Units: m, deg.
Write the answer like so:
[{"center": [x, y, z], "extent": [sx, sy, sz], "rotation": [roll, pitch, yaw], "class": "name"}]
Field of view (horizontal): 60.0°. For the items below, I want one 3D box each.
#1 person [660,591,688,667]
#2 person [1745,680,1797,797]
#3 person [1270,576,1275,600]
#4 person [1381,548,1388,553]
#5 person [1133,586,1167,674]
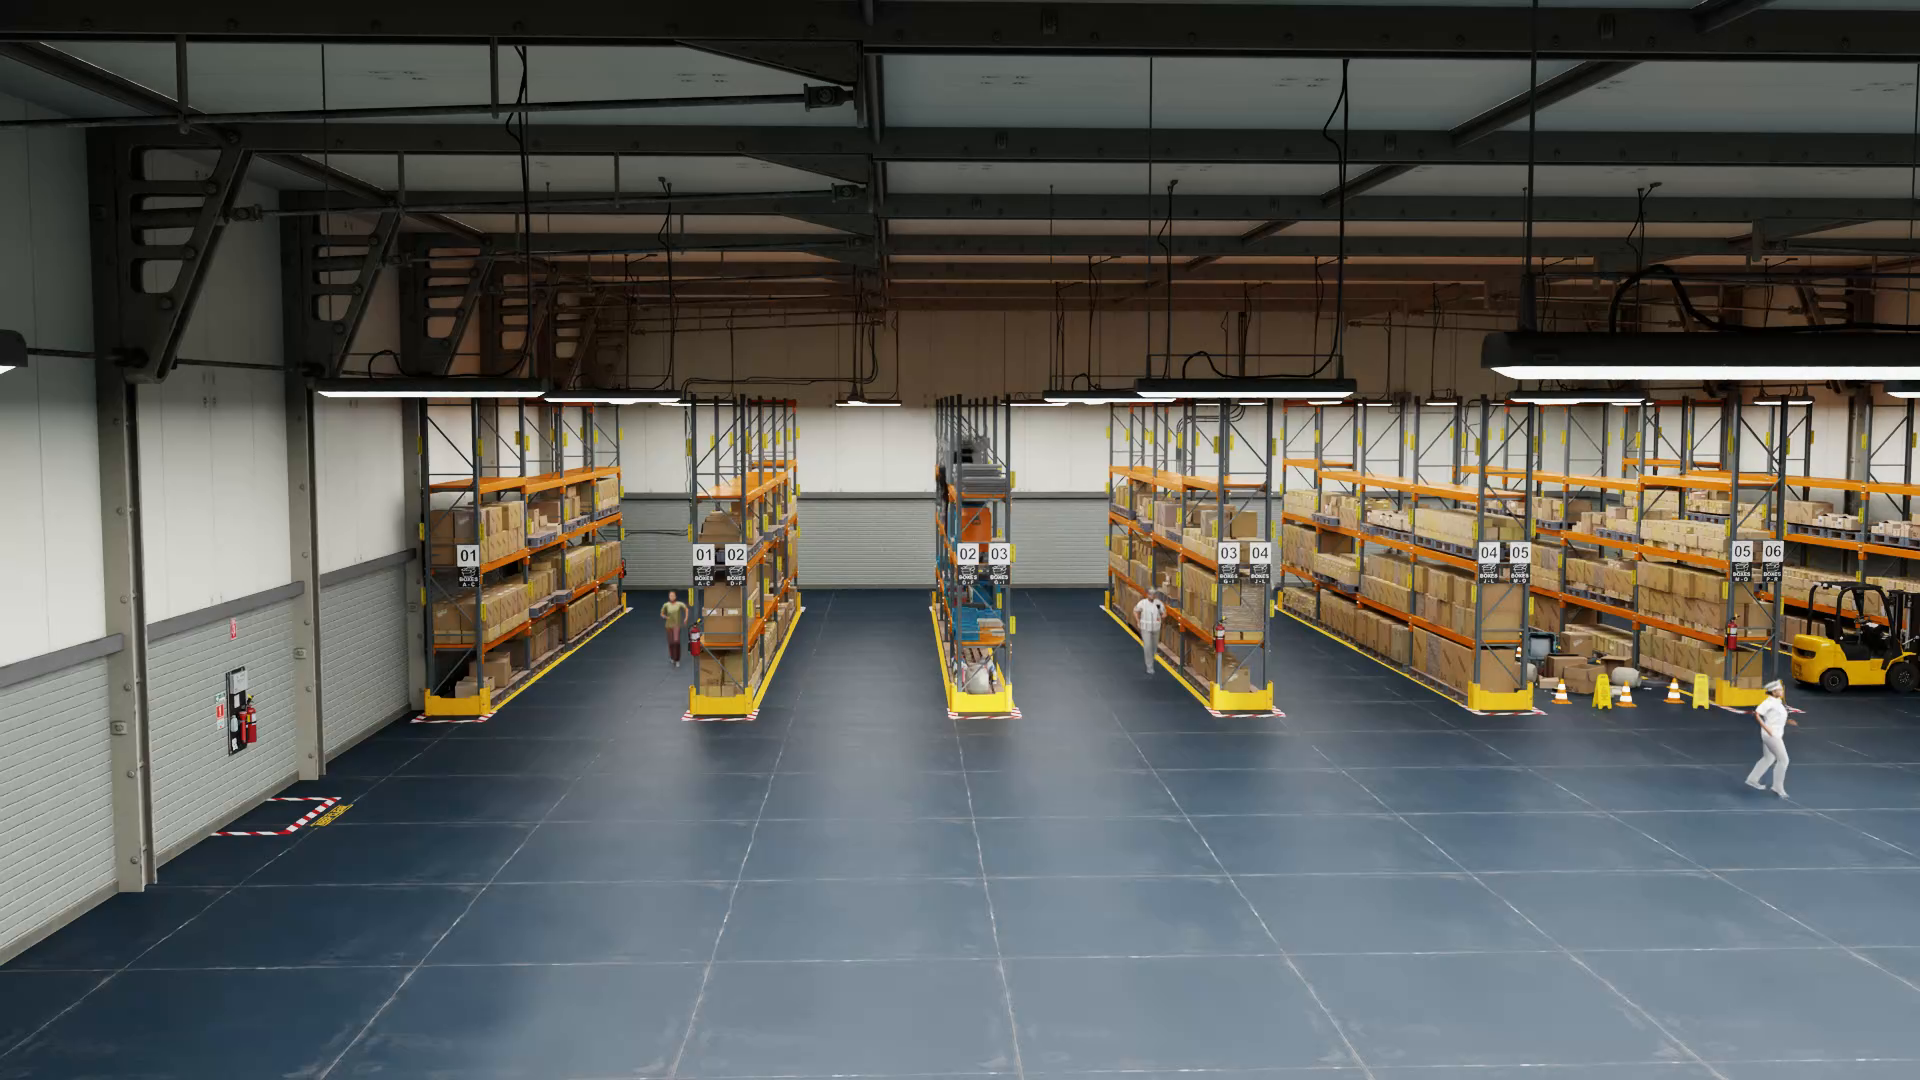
[{"center": [-6.386, 1.986, 37.122], "extent": [0.597, 1.736, 0.711], "rotation": [0, 4, -1], "class": "person"}, {"center": [12.070, 2.956, 24.717], "extent": [0.665, 1.757, 0.564], "rotation": [3, 5, 33], "class": "person"}, {"center": [8.073, 1.493, 44.039], "extent": [0.534, 1.560, 0.546], "rotation": [0, 4, -2], "class": "person"}, {"center": [12.635, 1.058, 49.155], "extent": [0.784, 1.632, 0.518], "rotation": [0, 5, 5], "class": "person"}, {"center": [3.940, 1.870, 34.267], "extent": [0.678, 1.852, 0.829], "rotation": [-1, 5, -8], "class": "person"}]
